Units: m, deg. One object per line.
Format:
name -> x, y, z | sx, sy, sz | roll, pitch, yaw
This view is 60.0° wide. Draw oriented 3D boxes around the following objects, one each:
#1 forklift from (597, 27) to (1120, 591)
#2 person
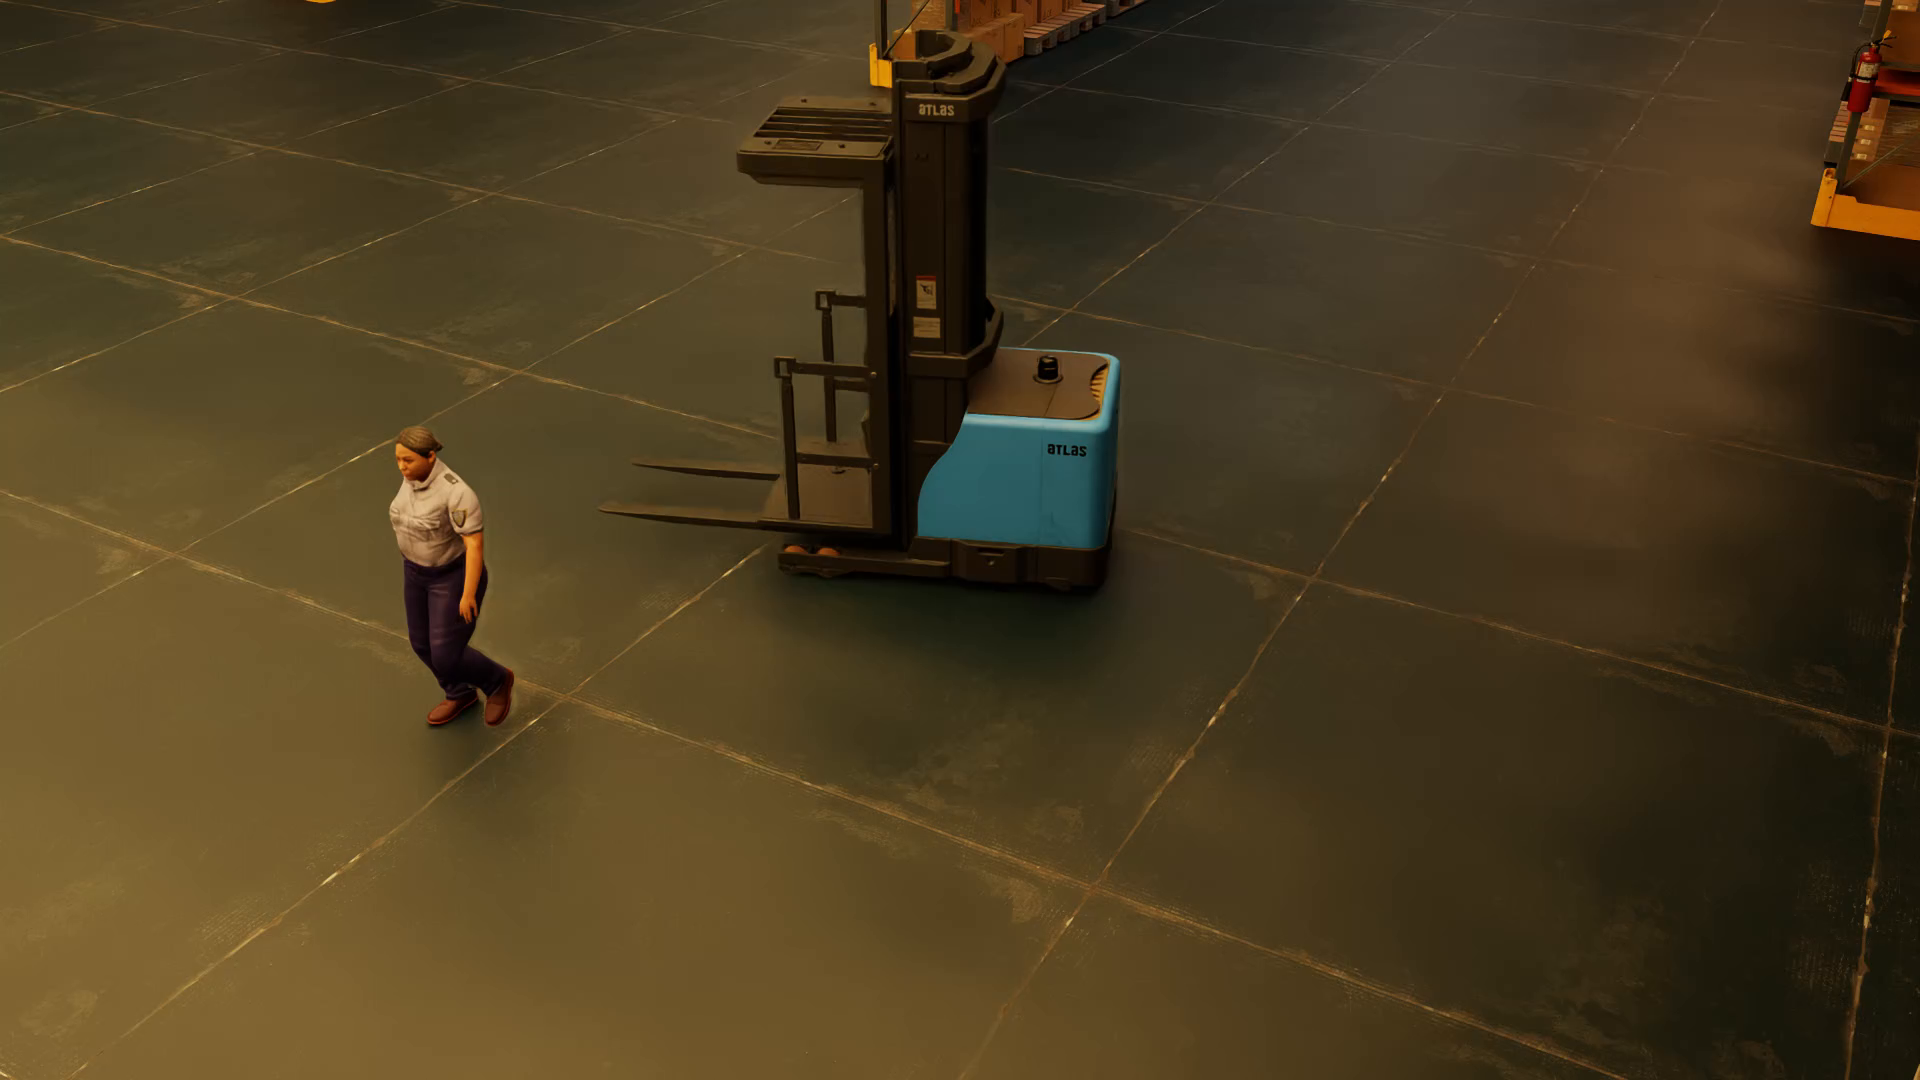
forklift -> -0.611, -1.309, 9.339 | 3.031, 2.935, 1.130 | 4, 30, 8
person -> -2.518, 0.204, 8.025 | 0.629, 1.630, 0.455 | 19, 35, 29
